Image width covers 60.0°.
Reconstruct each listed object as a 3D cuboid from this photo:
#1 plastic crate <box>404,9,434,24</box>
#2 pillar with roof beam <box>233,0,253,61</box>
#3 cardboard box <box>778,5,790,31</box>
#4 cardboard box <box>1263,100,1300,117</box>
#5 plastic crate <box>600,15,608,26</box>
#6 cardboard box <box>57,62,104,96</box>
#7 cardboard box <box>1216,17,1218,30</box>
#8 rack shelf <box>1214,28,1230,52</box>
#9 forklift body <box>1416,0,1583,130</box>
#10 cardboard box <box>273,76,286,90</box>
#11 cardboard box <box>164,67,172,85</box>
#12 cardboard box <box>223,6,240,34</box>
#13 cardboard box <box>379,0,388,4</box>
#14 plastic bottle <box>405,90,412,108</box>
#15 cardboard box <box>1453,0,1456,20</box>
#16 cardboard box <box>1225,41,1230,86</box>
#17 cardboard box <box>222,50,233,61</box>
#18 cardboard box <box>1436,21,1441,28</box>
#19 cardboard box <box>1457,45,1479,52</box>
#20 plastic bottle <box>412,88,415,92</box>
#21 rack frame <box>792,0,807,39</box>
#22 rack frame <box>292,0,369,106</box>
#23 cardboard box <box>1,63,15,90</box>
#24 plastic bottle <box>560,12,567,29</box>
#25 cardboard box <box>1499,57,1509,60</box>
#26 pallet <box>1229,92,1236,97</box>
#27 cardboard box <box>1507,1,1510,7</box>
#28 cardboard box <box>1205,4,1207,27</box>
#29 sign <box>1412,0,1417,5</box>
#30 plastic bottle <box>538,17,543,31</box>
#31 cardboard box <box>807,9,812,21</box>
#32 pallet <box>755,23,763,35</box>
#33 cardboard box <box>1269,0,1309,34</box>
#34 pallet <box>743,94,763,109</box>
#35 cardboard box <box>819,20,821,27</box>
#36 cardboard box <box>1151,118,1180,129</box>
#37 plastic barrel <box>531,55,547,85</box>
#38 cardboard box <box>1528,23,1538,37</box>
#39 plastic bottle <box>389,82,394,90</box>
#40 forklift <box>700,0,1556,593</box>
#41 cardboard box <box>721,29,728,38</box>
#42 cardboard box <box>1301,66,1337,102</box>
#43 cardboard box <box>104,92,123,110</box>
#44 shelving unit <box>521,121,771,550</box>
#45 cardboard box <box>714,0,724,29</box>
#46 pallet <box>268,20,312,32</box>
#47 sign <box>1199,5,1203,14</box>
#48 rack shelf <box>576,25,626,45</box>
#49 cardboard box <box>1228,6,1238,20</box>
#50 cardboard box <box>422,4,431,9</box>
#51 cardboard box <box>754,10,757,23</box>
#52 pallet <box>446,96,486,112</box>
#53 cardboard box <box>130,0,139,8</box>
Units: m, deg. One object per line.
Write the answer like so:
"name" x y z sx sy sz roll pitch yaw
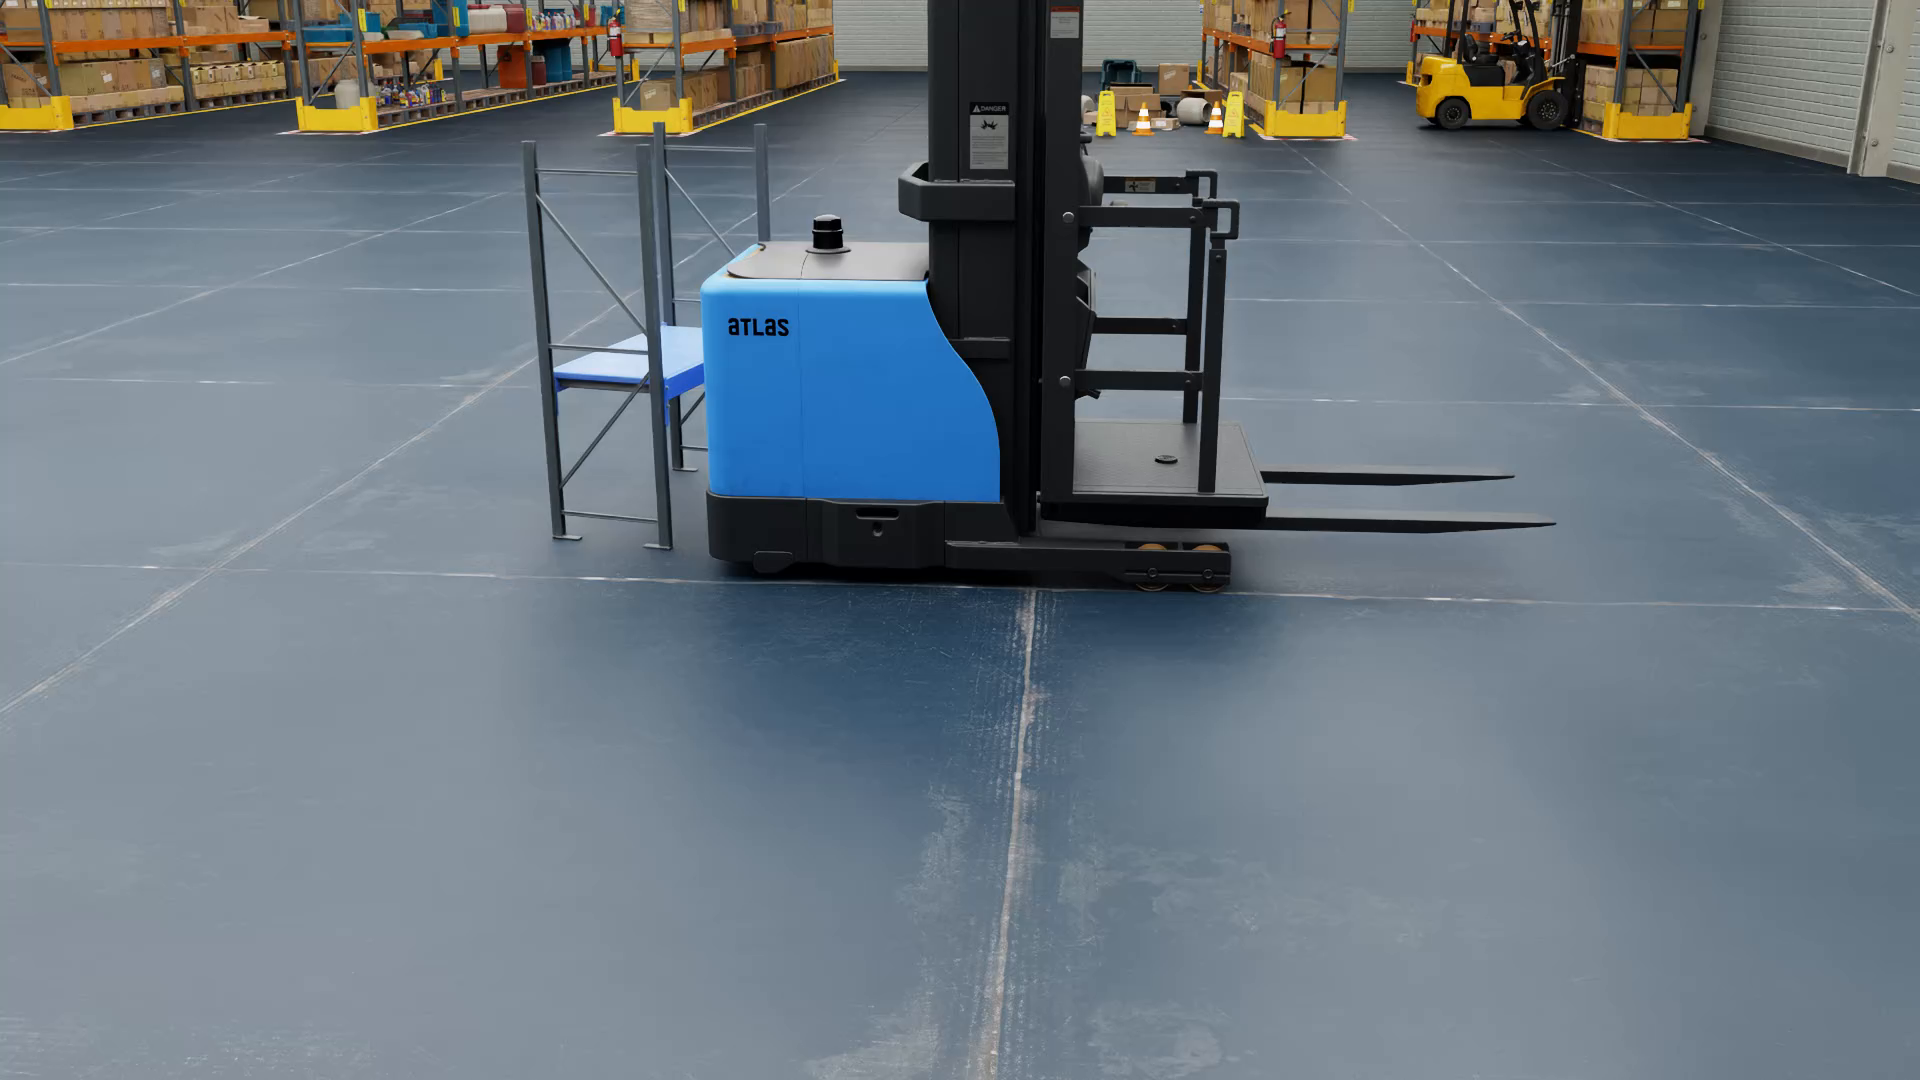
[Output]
"plastic crate" -9.648 -9.242 29.707 0.402 0.464 0.583 1 18 4
"pillar with roof beam" -14.774 -16.615 42.677 9.100 9.000 0.400 1 18 4
"cardboard box" -3.777 -10.698 34.093 0.500 0.500 0.500 1 18 3
"cardboard box" 4.952 -6.637 25.604 0.500 0.250 0.500 1 18 4
"plastic crate" -8.409 -12.086 38.664 0.416 0.233 0.300 1 18 4
"cardboard box" -14.311 -7.490 27.000 0.500 0.500 0.500 1 18 4
"cardboard box" 5.726 -11.005 35.432 0.500 0.250 0.500 1 18 3
"rack shelf" 5.877 -10.244 34.024 1.077 0.370 4.000 1 18 4
"forklift body" 8.428 -7.597 26.153 2.313 2.155 1.214 1 18 4
"cardboard box" -13.826 -9.132 33.217 0.500 0.250 0.500 2 18 5
"cardboard box" -14.575 -8.457 30.257 0.500 0.311 0.500 1 18 4
"cardboard box" -14.135 -9.934 31.763 0.500 0.500 0.500 0 18 1
"cardboard box" -13.394 -12.473 37.907 0.500 0.500 0.500 1 18 2
"plastic bottle" -9.189 -7.356 27.711 0.061 0.283 0.133 2 18 5
"cardboard box" 10.714 -11.199 34.949 0.700 0.500 0.500 2 18 5
"cardboard box" 5.999 -9.922 34.623 0.875 0.875 0.875 2 18 6
"cardboard box" -18.349 -11.794 40.940 0.700 0.500 0.500 1 18 4
"cardboard box" 10.770 -11.406 36.819 0.380 0.149 0.250 1 18 3
"cardboard box" 10.710 -10.371 35.078 0.380 0.149 0.250 0 18 1
"plastic bottle" -9.295 -7.558 28.327 0.061 0.283 0.133 1 18 4
"rack frame" -3.864 -11.428 36.483 1.000 3.000 0.127 1 18 4
"rack frame" -9.664 -7.812 25.446 1.000 3.000 0.127 1 18 4
"cardboard box" -19.125 -9.157 32.858 0.700 0.500 0.500 1 18 4
"plastic bottle" -8.557 -11.165 35.759 0.144 0.351 0.185 1 18 4
"cardboard box" 10.468 -9.334 32.390 0.380 0.149 0.250 0 18 1
"pallet" 5.676 -8.397 31.710 1.003 0.211 1.213 1 18 4
"cardboard box" 10.358 -9.955 30.785 0.380 0.149 0.250 2 18 5
"cardboard box" 5.978 -12.196 38.667 0.500 0.500 0.500 1 18 3
"sign" 10.717 -12.763 39.167 0.100 0.325 0.005 1 18 4
"plastic bottle" -8.633 -10.624 34.216 0.061 0.283 0.133 1 18 4
"cardboard box" -3.569 -11.638 36.887 0.500 0.250 0.500 1 18 3
"pallet" -4.252 -9.479 30.842 1.003 0.211 1.213 1 18 4
"cardboard box" 4.924 -7.844 24.905 0.500 0.500 0.500 1 18 3
"pallet" -4.298 -8.240 31.232 1.003 0.211 1.213 1 18 4
"cardboard box" -3.401 -11.877 38.257 0.380 0.149 0.250 1 18 2
"cardboard box" 3.239 -6.577 26.257 0.380 0.149 0.250 12 22 32
"plastic barrel" -8.992 -9.853 34.874 0.600 0.588 0.708 1 18 4
"cardboard box" 10.204 -8.860 28.886 0.500 0.250 0.500 1 18 4
"plastic bottle" -9.850 -7.763 28.845 0.144 0.351 0.185 2 18 5
"forklift" 0.628 -1.378 5.923 3.031 2.935 1.130 1 18 4
"cardboard box" -4.187 -8.673 28.479 0.380 0.149 0.250 1 18 4
"cardboard box" 5.495 -6.981 25.448 0.500 0.500 0.500 1 18 2
"cardboard box" -14.276 -7.289 27.591 0.500 0.250 0.500 1 18 4
"shelving unit" -1.184 -0.852 6.615 0.538 1.500 1.048 6 19 16
"cardboard box" -4.531 -8.994 28.416 0.875 0.500 0.500 1 18 4
"pallet" -14.053 -10.529 34.047 1.213 0.211 1.003 1 18 4
"sign" 6.644 -14.350 44.965 0.327 0.218 0.001 1 18 4
"rack shelf" -8.661 -11.818 38.828 1.077 0.370 4.000 1 18 4
"cardboard box" 5.515 -10.287 32.438 0.500 0.250 0.500 1 18 4
"cardboard box" -13.218 -12.795 40.494 0.500 0.500 0.500 2 18 6
"cardboard box" -4.001 -9.798 31.048 0.396 0.266 0.258 1 18 2
"pallet" -9.360 -7.974 30.419 1.003 0.211 1.213 1 18 4
"cardboard box" -14.199 -9.116 28.225 0.380 0.149 0.250 1 18 4
